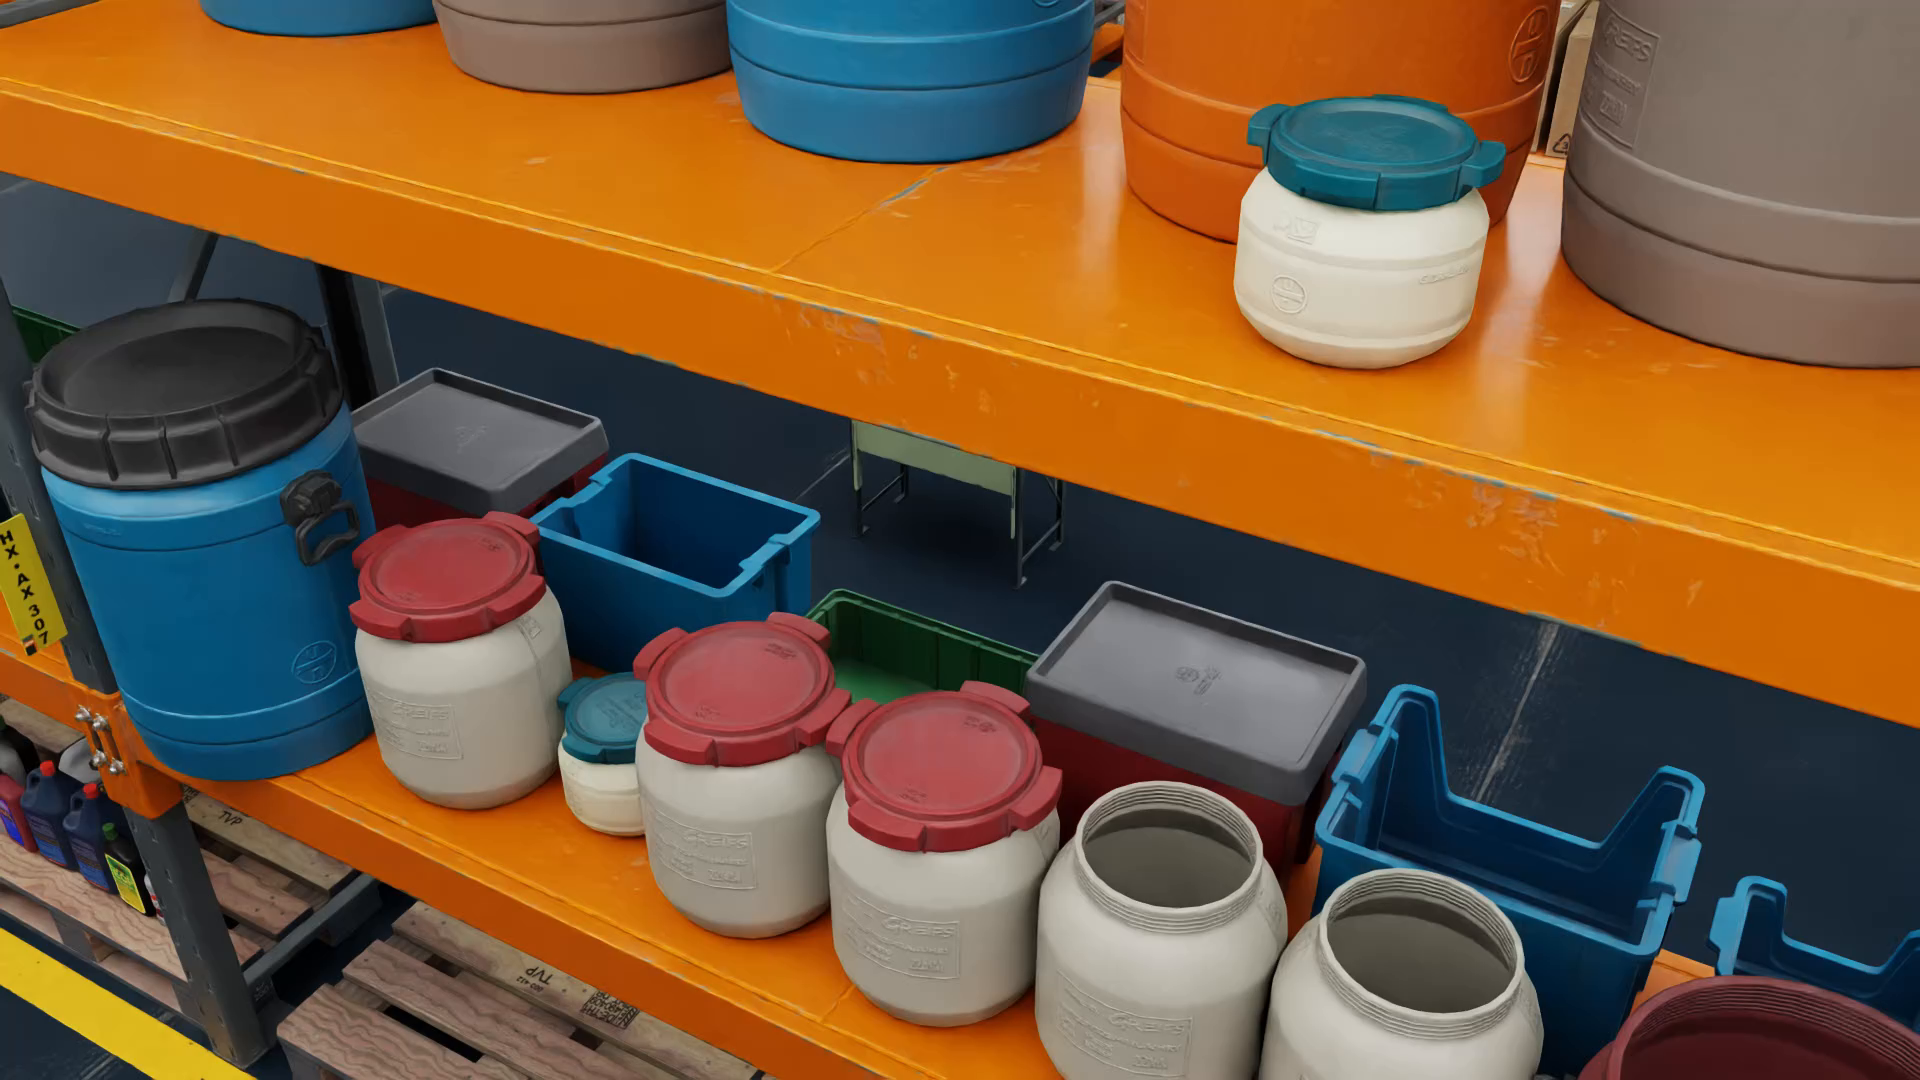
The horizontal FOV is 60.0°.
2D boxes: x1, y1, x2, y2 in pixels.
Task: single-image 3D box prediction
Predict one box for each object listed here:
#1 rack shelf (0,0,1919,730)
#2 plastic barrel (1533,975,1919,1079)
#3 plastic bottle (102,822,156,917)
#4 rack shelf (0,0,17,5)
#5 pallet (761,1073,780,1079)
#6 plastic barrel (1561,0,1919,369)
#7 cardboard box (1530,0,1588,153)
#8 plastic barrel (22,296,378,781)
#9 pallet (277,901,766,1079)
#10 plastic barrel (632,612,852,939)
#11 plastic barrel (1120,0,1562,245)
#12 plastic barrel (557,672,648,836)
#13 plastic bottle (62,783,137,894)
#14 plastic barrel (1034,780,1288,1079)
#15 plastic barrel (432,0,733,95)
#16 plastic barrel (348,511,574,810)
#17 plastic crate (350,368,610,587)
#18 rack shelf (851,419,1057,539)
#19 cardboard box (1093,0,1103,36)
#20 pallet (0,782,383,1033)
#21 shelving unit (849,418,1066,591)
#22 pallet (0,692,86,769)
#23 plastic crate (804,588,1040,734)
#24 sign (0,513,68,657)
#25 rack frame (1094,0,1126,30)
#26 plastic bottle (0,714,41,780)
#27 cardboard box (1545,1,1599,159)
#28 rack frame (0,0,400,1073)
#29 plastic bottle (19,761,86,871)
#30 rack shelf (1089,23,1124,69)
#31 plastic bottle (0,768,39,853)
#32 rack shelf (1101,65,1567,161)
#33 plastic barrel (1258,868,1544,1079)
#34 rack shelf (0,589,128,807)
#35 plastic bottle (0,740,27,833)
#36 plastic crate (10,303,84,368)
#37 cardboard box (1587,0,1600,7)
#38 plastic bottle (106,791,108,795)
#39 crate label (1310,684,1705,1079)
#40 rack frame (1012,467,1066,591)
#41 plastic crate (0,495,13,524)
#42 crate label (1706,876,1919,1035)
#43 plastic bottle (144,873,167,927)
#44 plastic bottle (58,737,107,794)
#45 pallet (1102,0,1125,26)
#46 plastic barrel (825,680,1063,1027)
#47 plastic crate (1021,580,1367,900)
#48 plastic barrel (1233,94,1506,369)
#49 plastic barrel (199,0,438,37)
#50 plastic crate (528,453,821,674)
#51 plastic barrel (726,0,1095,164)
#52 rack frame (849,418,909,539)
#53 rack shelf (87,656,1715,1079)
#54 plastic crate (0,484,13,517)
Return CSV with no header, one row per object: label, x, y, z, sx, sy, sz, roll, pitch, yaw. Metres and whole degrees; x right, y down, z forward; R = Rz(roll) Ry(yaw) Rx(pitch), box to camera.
rack shelf,-0.028,-0.445,2.654,4.000,0.370,1.077,18,37,24
plastic barrel,1.155,1.016,2.395,0.708,0.536,0.600,18,37,24
plastic bottle,-2.346,0.928,4.703,0.133,0.283,0.061,20,38,27
rack shelf,-3.501,-1.545,4.306,4.000,0.370,1.077,18,37,24
pallet,0.000,1.647,4.086,1.213,0.211,1.003,18,37,24
plastic barrel,1.103,-0.733,1.986,0.600,0.901,0.600,0,34,0
cardboard box,2.247,-1.968,6.909,0.500,0.500,0.500,18,38,24
plastic barrel,-1.580,-0.002,3.595,0.708,0.901,0.600,18,37,24
pallet,-1.064,1.312,4.589,1.213,0.211,1.003,18,37,24
plastic barrel,-0.406,0.468,3.218,0.433,0.535,0.433,0,34,0
plastic barrel,0.535,-0.883,2.276,0.708,0.830,0.600,18,37,24
plastic barrel,-0.692,0.450,3.493,0.301,0.262,0.301,0,34,0
plastic bottle,-2.467,0.836,4.782,0.185,0.351,0.144,17,37,23
plastic barrel,0.343,0.712,2.874,0.421,0.512,0.421,0,34,0
plastic barrel,-0.648,-1.287,2.818,0.600,0.901,0.600,0,34,0
plastic barrel,-1.043,0.267,3.521,0.433,0.535,0.433,0,34,0
plastic crate,-1.193,-0.086,4.115,0.583,0.464,0.402,18,37,24
rack shelf,-0.006,-0.355,6.518,0.720,0.370,0.431,18,37,24
cardboard box,0.308,-2.589,7.841,0.500,0.500,0.700,17,37,23
pallet,-2.327,0.910,5.192,1.213,0.211,1.003,18,37,24
shelving unit,-0.006,-0.626,6.337,0.755,1.500,0.431,18,37,24
pallet,-3.391,0.575,5.695,1.213,0.211,1.003,18,37,24
plastic crate,-0.113,0.386,3.656,0.662,0.188,0.450,18,37,24
sign,-2.047,0.101,3.642,0.005,0.325,0.100,18,37,24
rack frame,0.696,-2.428,7.690,0.127,3.000,1.000,18,37,24
plastic bottle,-2.886,0.666,5.098,0.133,0.283,0.061,18,37,24
cardboard box,2.704,-1.823,6.692,0.500,0.500,0.500,16,37,22
rack frame,-1.765,-0.046,4.112,0.127,3.000,1.000,18,37,24
plastic bottle,-2.634,0.783,4.861,0.185,0.351,0.144,16,37,22
rack shelf,-1.040,-2.679,8.715,4.000,0.370,1.077,18,37,24
plastic bottle,-2.796,0.786,4.917,0.133,0.283,0.061,20,39,27
rack shelf,2.433,-1.579,7.063,4.000,0.370,1.077,18,37,24
plastic barrel,0.709,0.828,2.700,0.421,0.512,0.421,0,34,0
rack shelf,-3.501,-0.296,5.137,4.000,0.370,1.077,18,37,24
plastic bottle,-2.914,0.694,4.995,0.185,0.351,0.144,17,37,24
plastic crate,-2.803,-0.466,4.935,0.662,0.188,0.450,18,37,24
cardboard box,4.272,-3.643,11.373,0.500,0.500,0.700,17,37,23
plastic bottle,-2.396,0.766,4.886,0.185,0.351,0.144,18,37,24
crate label,0.980,0.636,3.056,0.616,0.435,0.502,18,37,24
rack frame,0.312,-0.525,6.186,0.023,1.500,0.400,18,37,24
plastic crate,-2.860,-0.157,4.414,0.616,0.251,0.499,18,37,24
crate label,1.528,0.828,2.951,0.416,0.233,0.303,18,37,24
plastic bottle,-2.234,0.986,4.690,0.097,0.201,0.097,0,34,0
plastic bottle,-2.582,0.736,4.999,0.135,0.276,0.152,18,37,24
pallet,1.487,-4.155,12.799,1.213,0.211,1.003,18,37,24
plastic barrel,-0.030,0.587,3.039,0.433,0.535,0.433,0,34,0
plastic crate,0.457,0.436,3.331,0.583,0.464,0.402,18,37,24
plastic barrel,0.488,-0.374,2.024,0.301,0.262,0.301,0,34,0
plastic barrel,-1.216,-1.467,3.089,0.708,0.901,0.600,18,37,24
plastic crate,-0.653,0.115,3.886,0.575,0.384,0.392,18,37,24
plastic barrel,-0.080,-1.108,2.548,0.708,0.901,0.600,18,37,24
rack frame,-0.324,-0.727,6.488,0.023,1.500,0.400,18,37,24
rack shelf,-0.028,0.804,3.485,4.000,0.370,1.077,18,37,24
plastic crate,-2.156,-0.225,4.437,0.504,0.338,0.767,18,37,24
